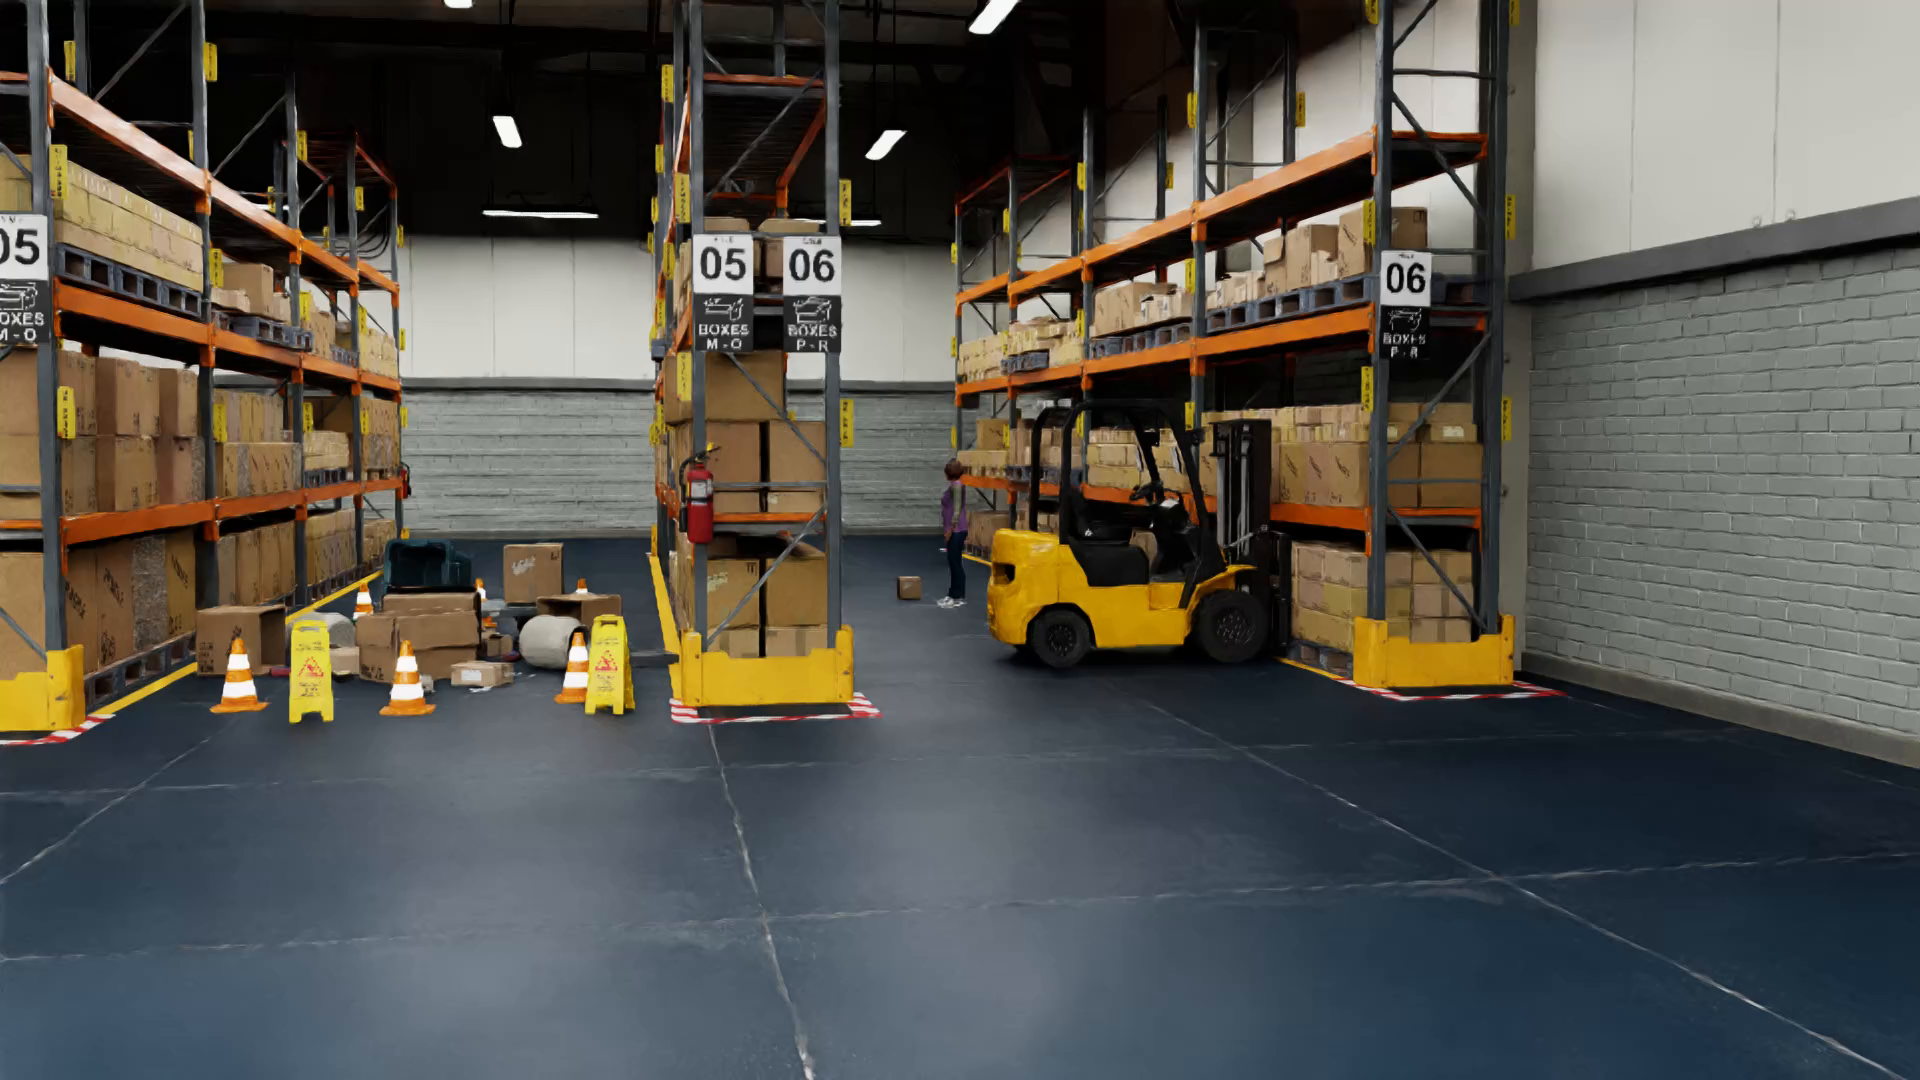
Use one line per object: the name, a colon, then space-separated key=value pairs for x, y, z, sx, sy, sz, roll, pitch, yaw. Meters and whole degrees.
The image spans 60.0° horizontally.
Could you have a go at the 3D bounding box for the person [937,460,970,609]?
person: x=-0.071 y=-0.066 z=18.291 sx=0.363 sy=1.632 sz=0.460 roll=0 pitch=3 yaw=0
